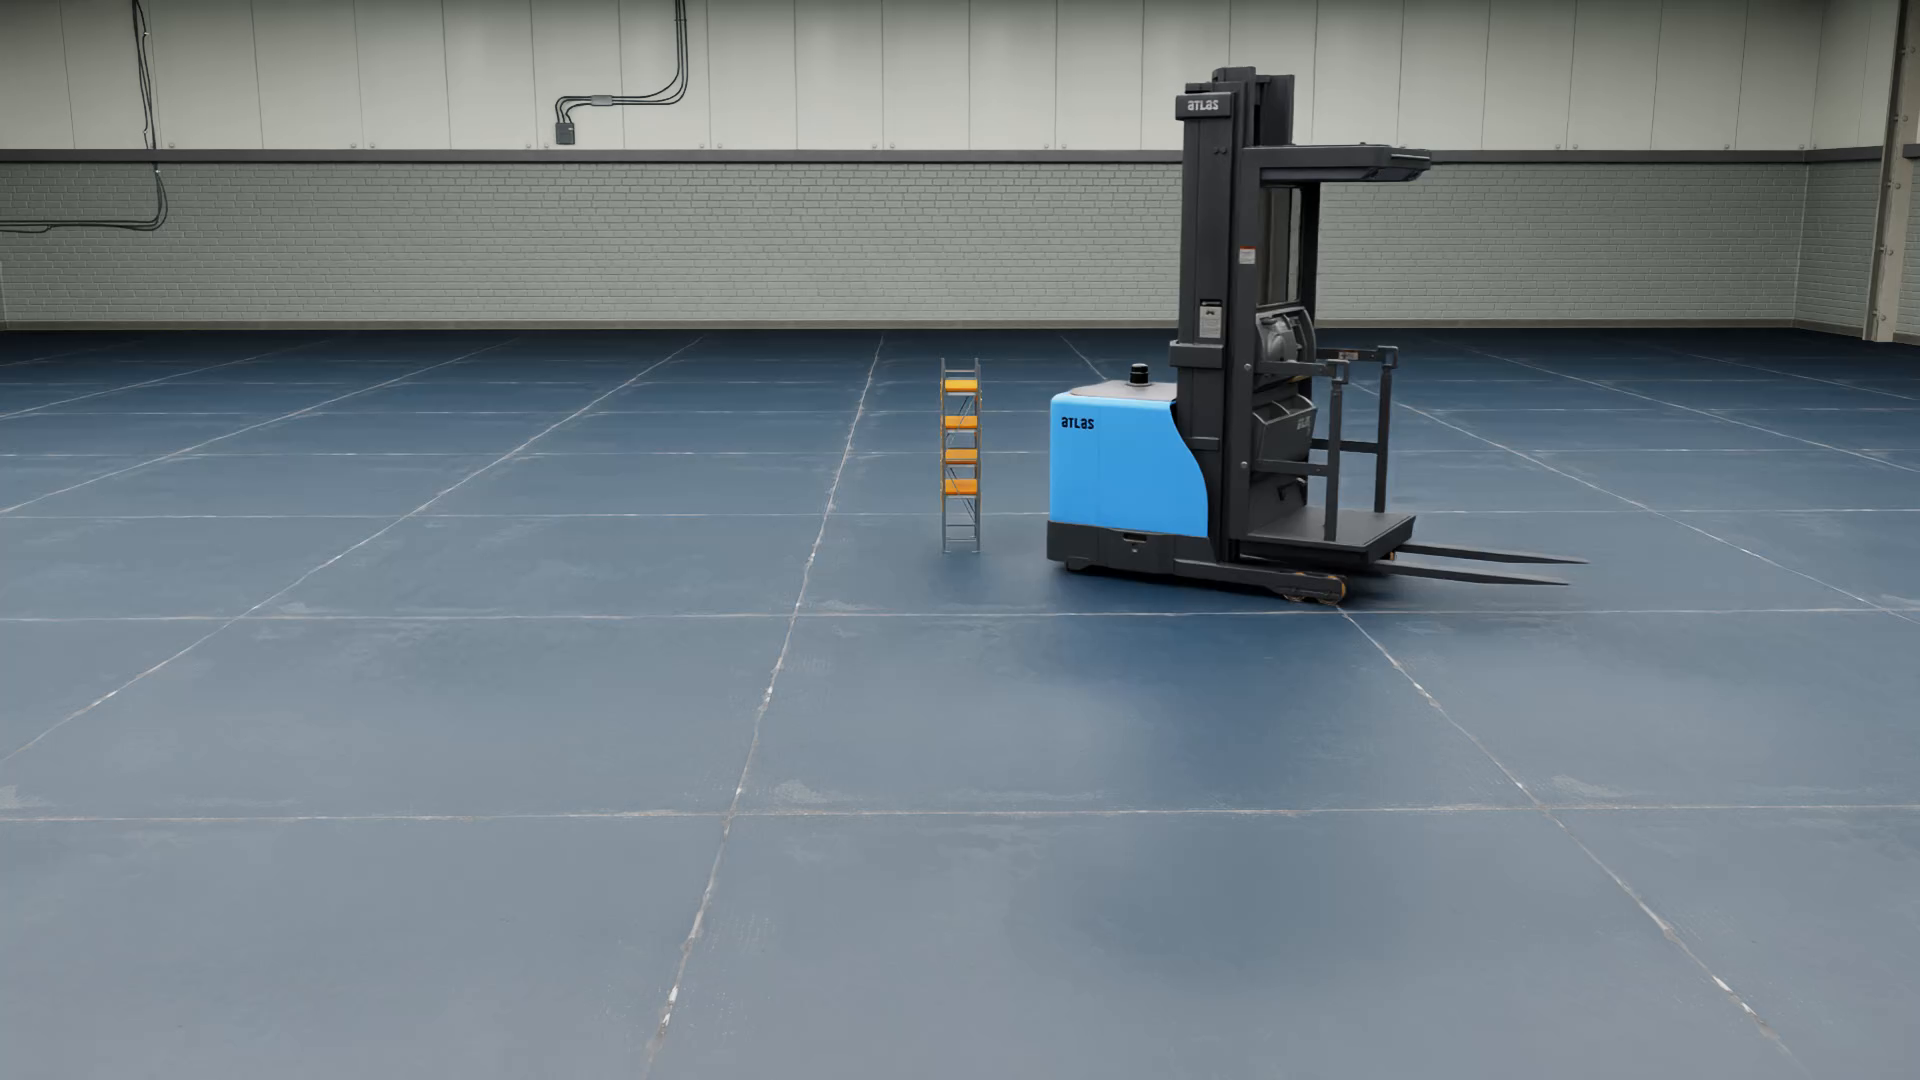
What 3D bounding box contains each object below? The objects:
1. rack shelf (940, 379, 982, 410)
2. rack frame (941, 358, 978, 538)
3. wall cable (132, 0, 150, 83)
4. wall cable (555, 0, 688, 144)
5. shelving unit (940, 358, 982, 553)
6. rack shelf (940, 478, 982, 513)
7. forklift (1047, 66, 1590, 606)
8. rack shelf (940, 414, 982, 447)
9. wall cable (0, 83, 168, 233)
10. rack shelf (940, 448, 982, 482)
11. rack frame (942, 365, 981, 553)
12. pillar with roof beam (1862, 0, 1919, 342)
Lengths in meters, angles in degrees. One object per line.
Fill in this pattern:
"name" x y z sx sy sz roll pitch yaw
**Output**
"rack shelf" 0.003 -0.940 10.699 0.258 0.148 0.480 0 11 -1
"rack frame" -0.002 -0.604 11.017 0.240 1.200 0.015 0 11 -1
"wall cable" -12.619 -9.070 28.243 3.097 2.526 0.112 0 11 -1
"wall cable" -5.832 -9.808 28.220 2.305 6.003 0.169 0 11 -1
"shelving unit" 0.003 -0.555 10.778 0.258 1.200 0.503 0 11 -1
"rack shelf" 0.003 -0.295 10.830 0.258 0.148 0.480 0 11 -1
"forklift" 2.067 -1.192 9.562 3.031 2.935 1.130 6 13 29
"rack shelf" 0.003 -0.708 10.747 0.258 0.148 0.480 0 11 -1
"wall cable" -15.323 -6.584 28.690 3.097 2.526 0.112 0 11 -1
"rack shelf" 0.003 -0.489 10.791 0.258 0.148 0.480 0 11 -1
"rack frame" 0.008 -0.507 10.539 0.240 1.200 0.015 0 11 -1
"pillar with roof beam" 10.605 -7.627 26.019 9.100 9.000 0.400 0 11 -1
